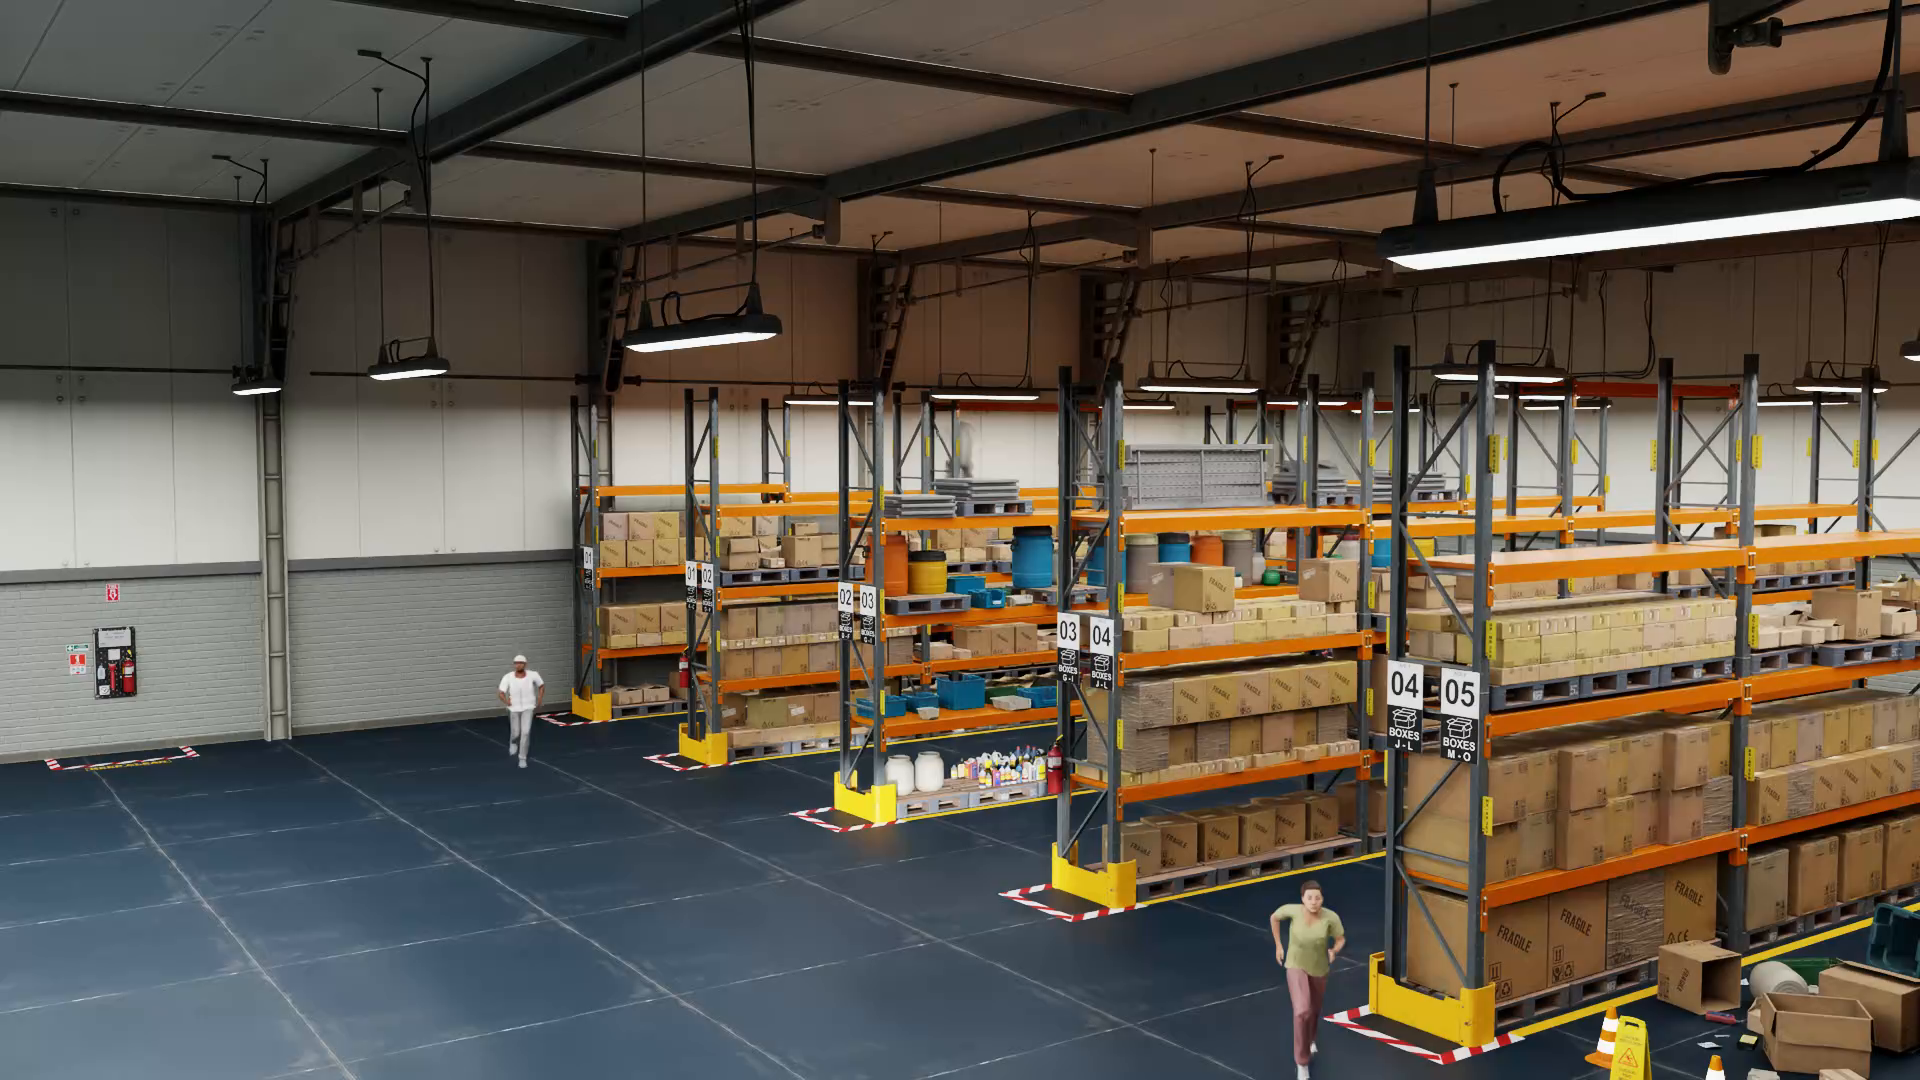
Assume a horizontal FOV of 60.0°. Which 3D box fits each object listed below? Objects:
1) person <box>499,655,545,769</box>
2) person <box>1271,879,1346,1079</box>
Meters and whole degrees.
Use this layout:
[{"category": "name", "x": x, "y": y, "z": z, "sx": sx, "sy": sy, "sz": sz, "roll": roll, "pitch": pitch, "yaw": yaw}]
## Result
[{"category": "person", "x": -6.986, "y": 2.702, "z": 26.523, "sx": 0.708, "sy": 1.763, "sz": 0.887, "roll": -1, "pitch": 4, "yaw": -13}, {"category": "person", "x": 2.844, "y": 3.540, "z": 13.615, "sx": 0.593, "sy": 1.646, "sz": 0.879, "roll": 0, "pitch": 3, "yaw": 5}]
